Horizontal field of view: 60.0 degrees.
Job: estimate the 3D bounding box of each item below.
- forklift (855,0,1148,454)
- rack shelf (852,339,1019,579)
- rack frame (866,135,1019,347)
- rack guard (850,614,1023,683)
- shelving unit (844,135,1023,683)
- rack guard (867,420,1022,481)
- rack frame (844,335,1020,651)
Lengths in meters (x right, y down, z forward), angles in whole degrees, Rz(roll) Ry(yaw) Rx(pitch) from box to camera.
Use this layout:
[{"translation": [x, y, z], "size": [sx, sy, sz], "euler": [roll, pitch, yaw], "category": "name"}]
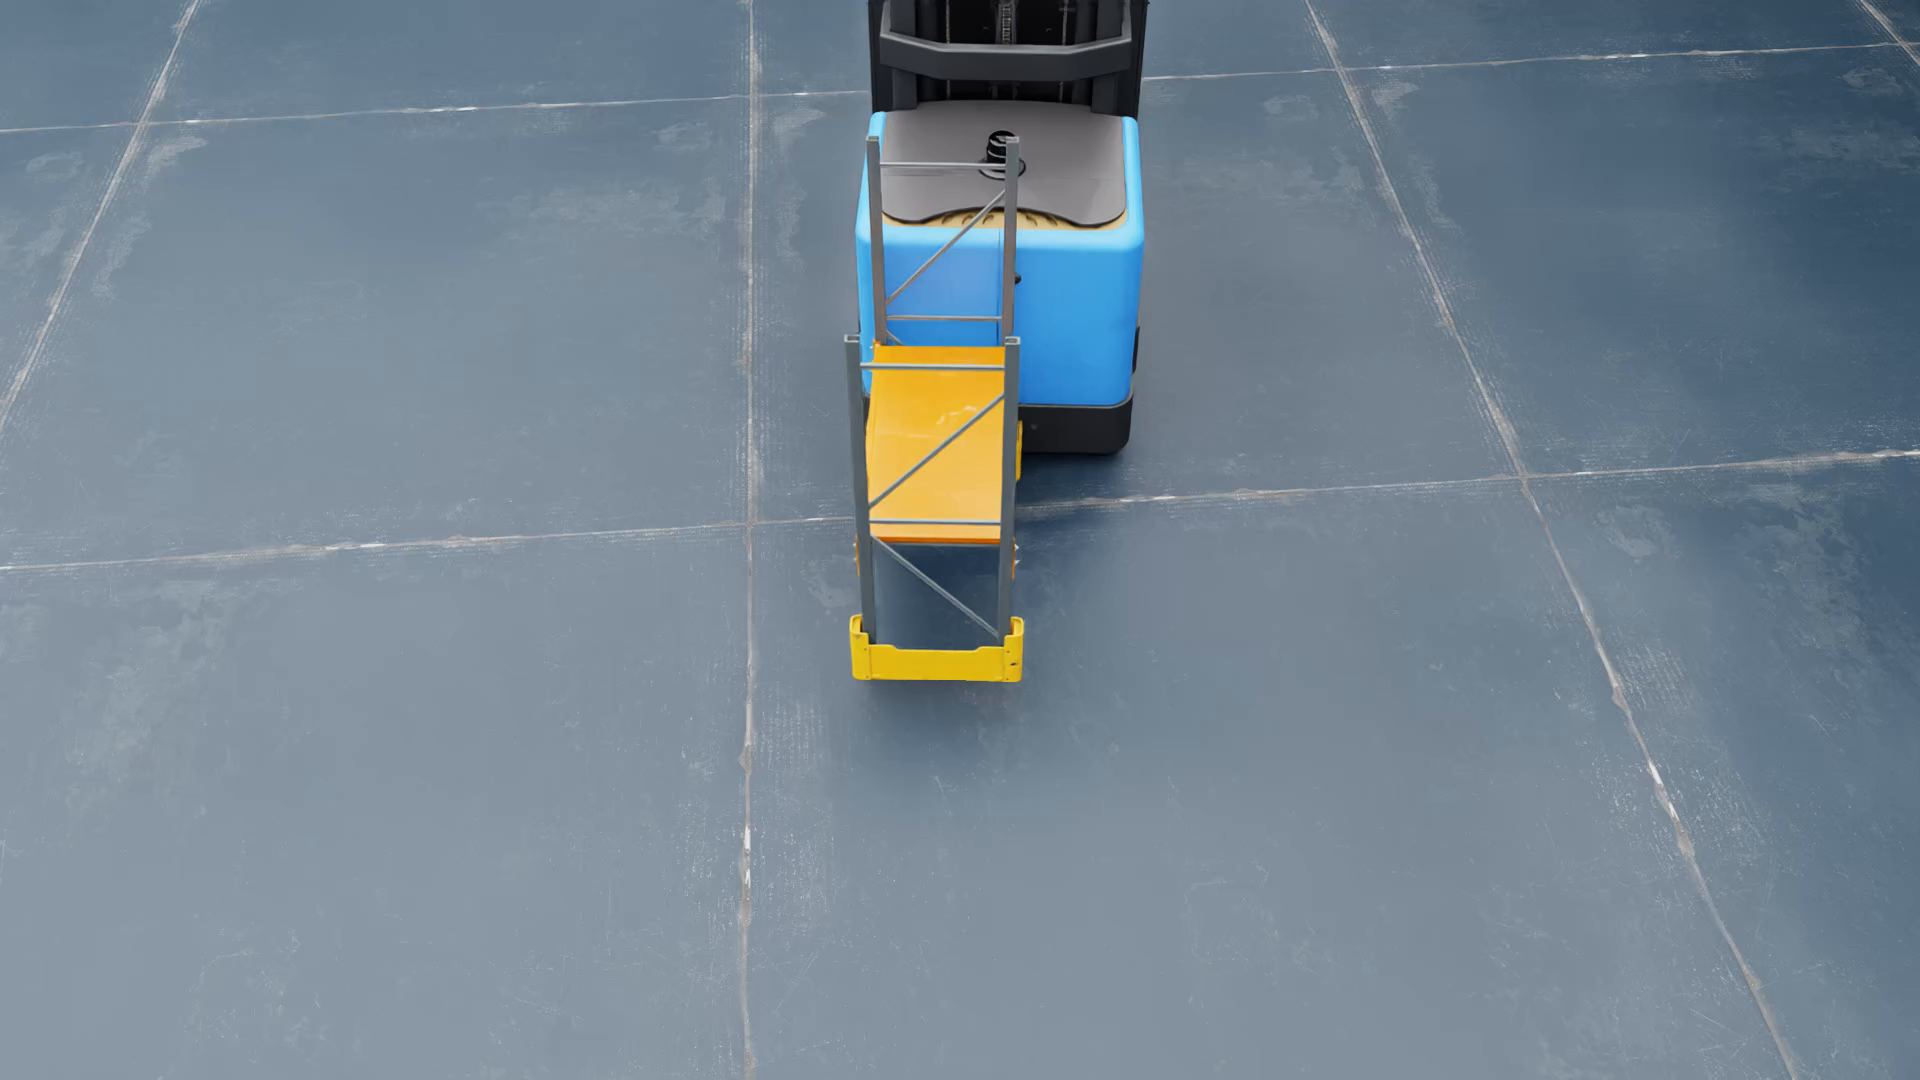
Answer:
[{"translation": [0.194, -2.403, 6.508], "size": [1.130, 2.935, 3.031], "euler": [2, 47, 1], "category": "forklift"}, {"translation": [-0.068, -0.300, 5.749], "size": [0.538, 0.185, 1.000], "euler": [1, 47, 1], "category": "rack shelf"}, {"translation": [-0.057, -0.792, 5.968], "size": [0.500, 1.500, 0.032], "euler": [1, 47, 1], "category": "rack frame"}, {"translation": [-0.079, 0.374, 5.723], "size": [0.587, 0.250, 0.087], "euler": [1, 47, 1], "category": "rack guard"}, {"translation": [-0.068, -0.417, 5.612], "size": [0.587, 1.500, 1.083], "euler": [1, 47, 1], "category": "shelving unit"}, {"translation": [-0.058, -0.349, 6.408], "size": [0.587, 0.250, 0.087], "euler": [1, 47, 1], "category": "rack guard"}, {"translation": [-0.079, -0.054, 5.269], "size": [0.500, 1.500, 0.032], "euler": [1, 47, 1], "category": "rack frame"}]
